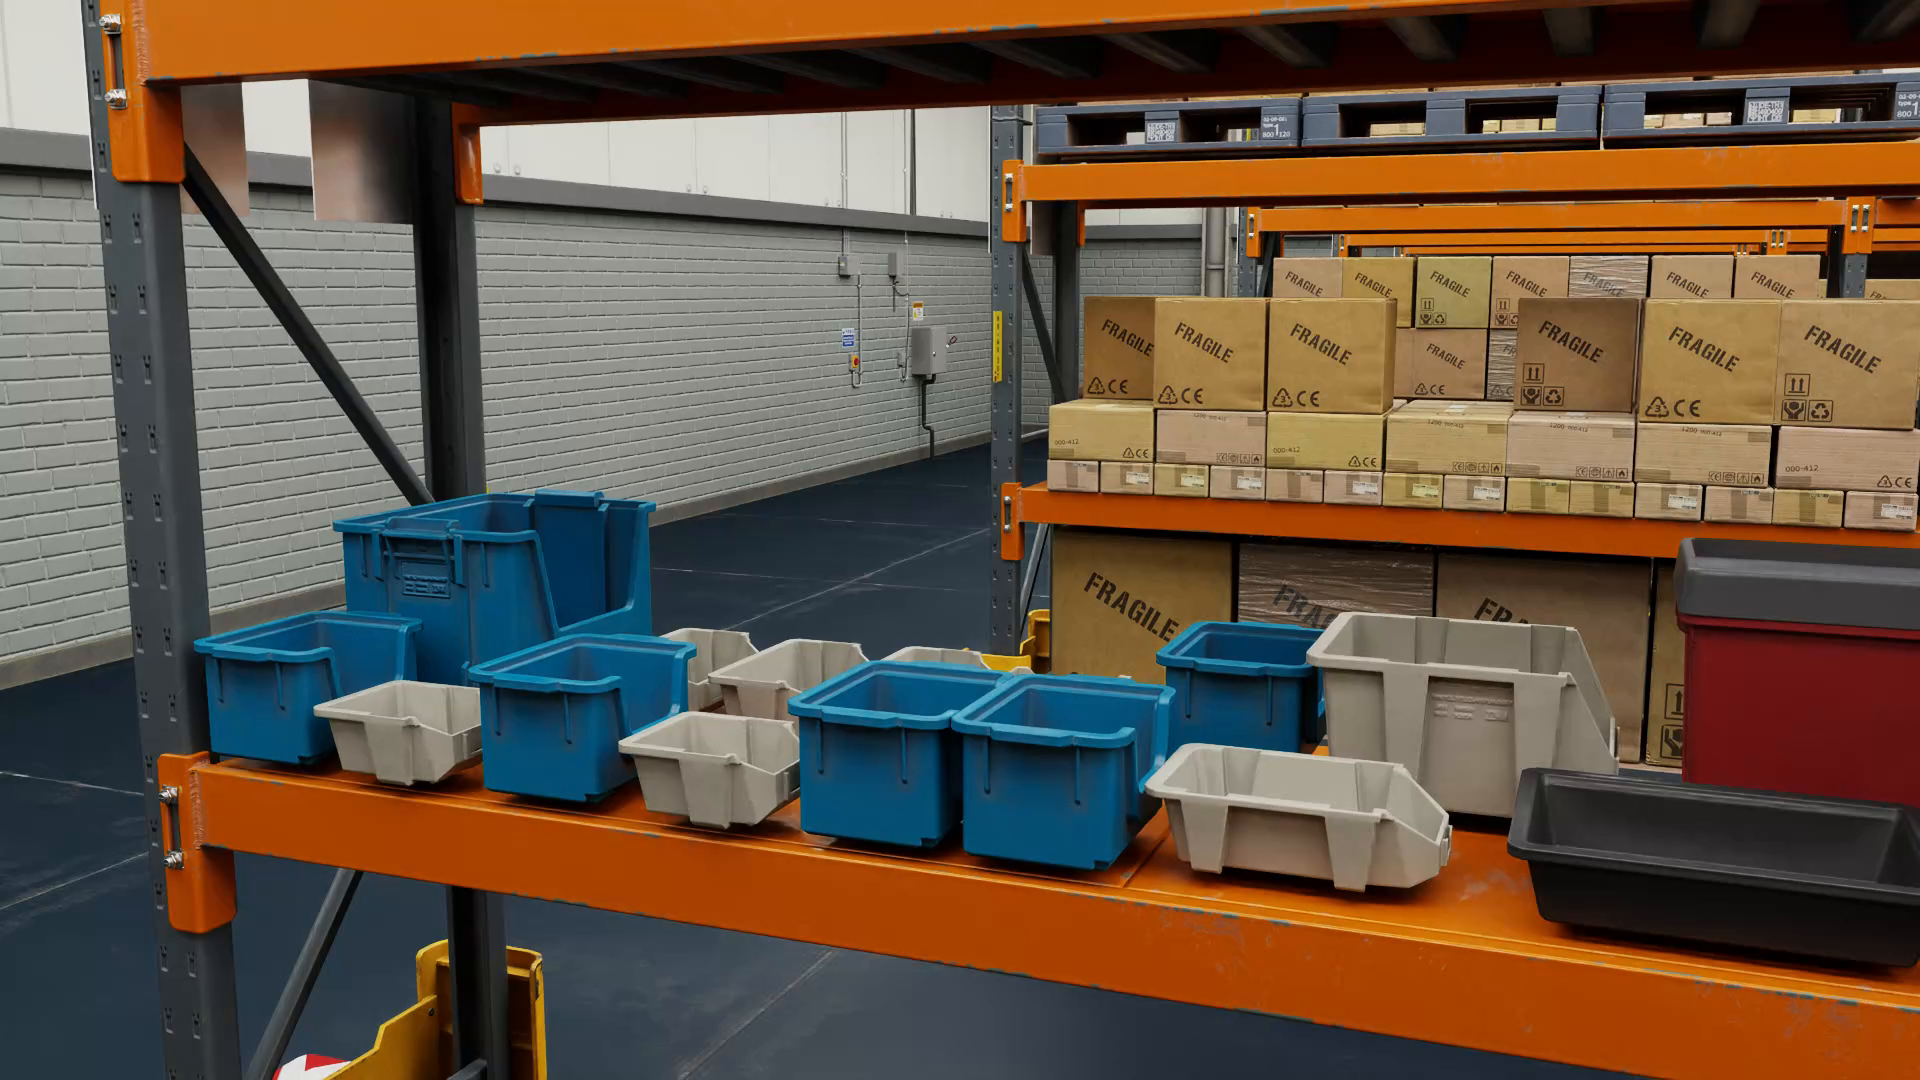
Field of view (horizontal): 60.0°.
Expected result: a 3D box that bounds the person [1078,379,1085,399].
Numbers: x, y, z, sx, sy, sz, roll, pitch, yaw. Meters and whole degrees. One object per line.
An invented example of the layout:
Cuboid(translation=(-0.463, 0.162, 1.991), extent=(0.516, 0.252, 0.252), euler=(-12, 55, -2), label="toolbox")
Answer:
Cuboid(translation=(0.801, -0.163, 10.406), extent=(0.435, 1.675, 0.468), euler=(3, 9, 20), label="person")
